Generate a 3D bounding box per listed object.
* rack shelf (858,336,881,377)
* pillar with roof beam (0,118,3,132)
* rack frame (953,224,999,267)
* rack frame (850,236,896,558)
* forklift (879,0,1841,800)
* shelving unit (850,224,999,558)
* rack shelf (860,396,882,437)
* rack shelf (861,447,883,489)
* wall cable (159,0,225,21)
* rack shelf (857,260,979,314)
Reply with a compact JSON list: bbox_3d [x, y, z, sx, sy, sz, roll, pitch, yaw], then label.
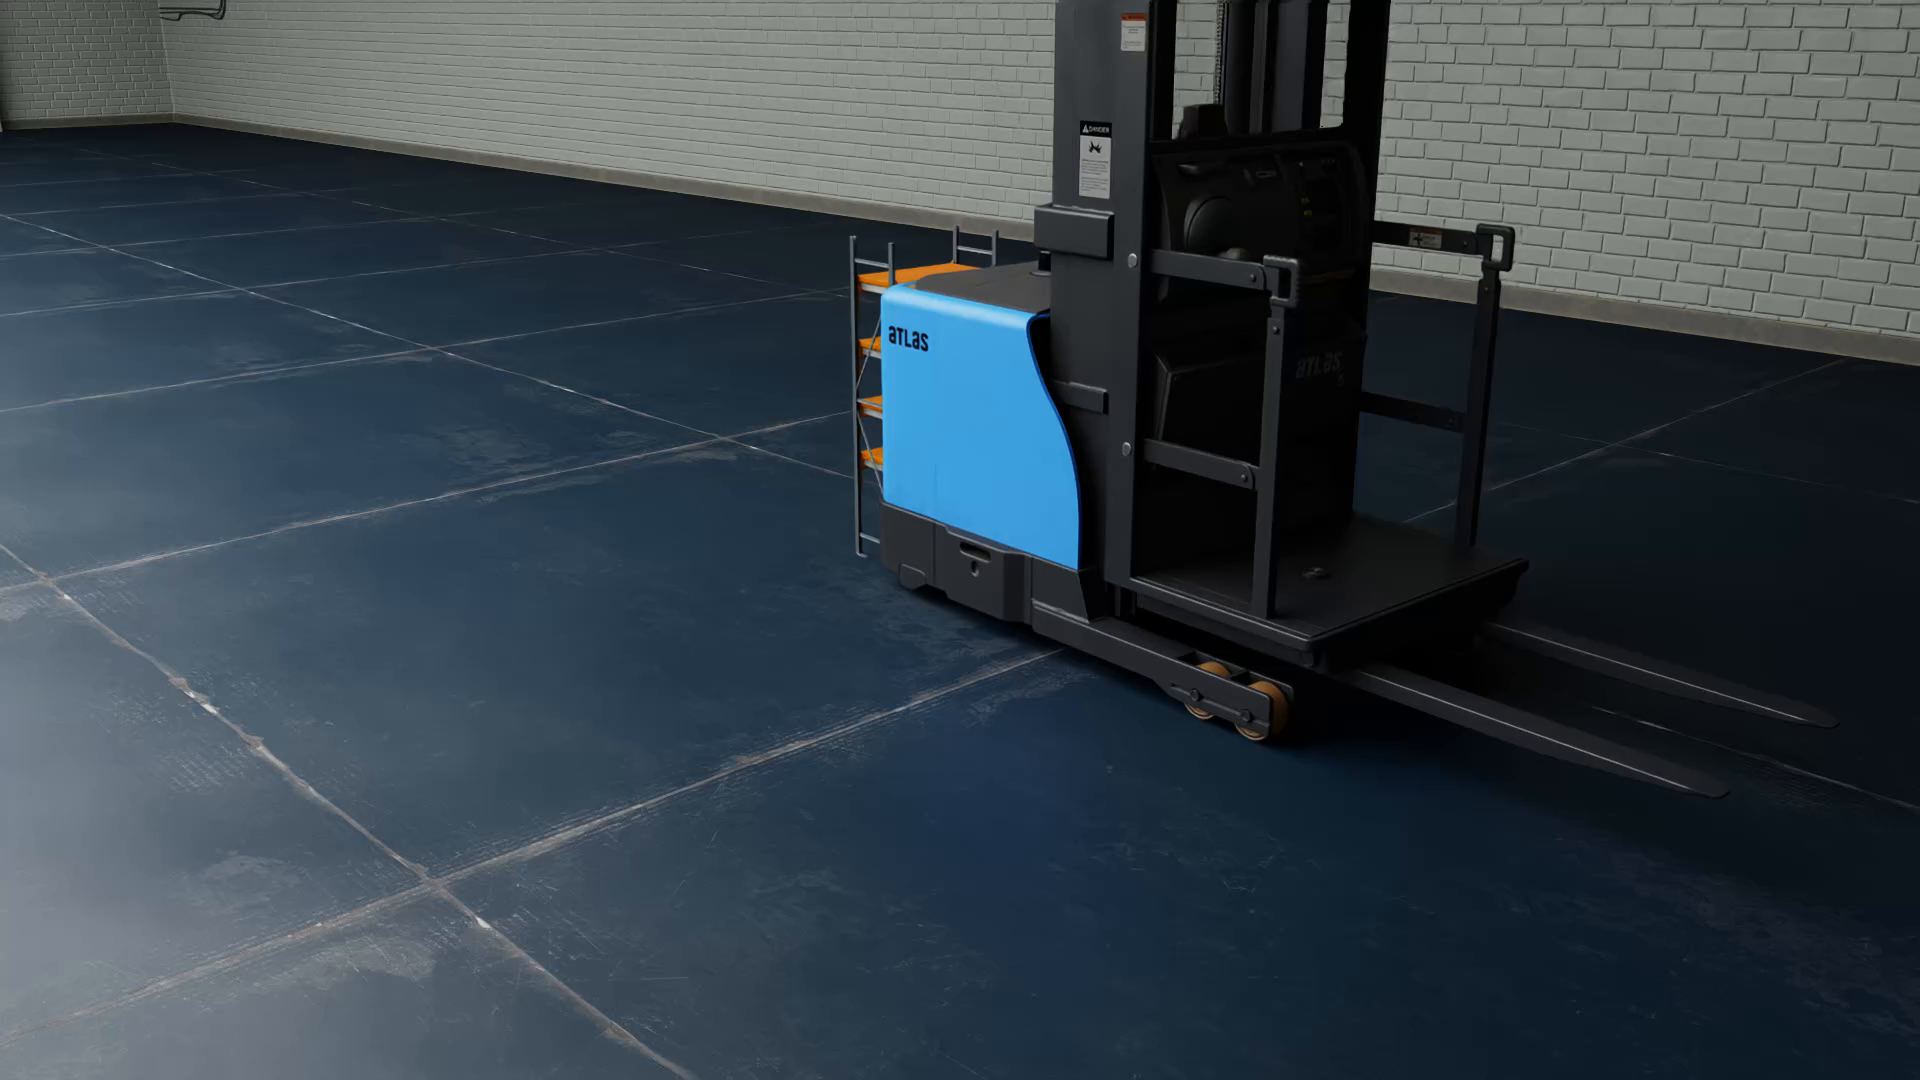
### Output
[{"bbox_3d":[-0.126,-0.688,6.153,0.480,0.148,0.258,-15,23,-39],"label":"rack shelf"},{"bbox_3d":[-12.711,-9.891,22.401,0.400,9.000,9.100,-16,24,-41],"label":"pillar with roof beam"},{"bbox_3d":[0.058,-0.588,6.354,0.015,1.200,0.240,-15,23,-39],"label":"rack frame"},{"bbox_3d":[-0.310,-0.490,6.049,0.015,1.200,0.240,-15,23,-39],"label":"rack frame"},{"bbox_3d":[1.050,-0.999,4.815,1.130,2.935,3.031,-15,23,-38],"label":"forklift"},{"bbox_3d":[-0.126,-0.539,6.201,0.503,1.200,0.258,-15,23,-39],"label":"shelving unit"},{"bbox_3d":[-0.126,-0.475,6.222,0.480,0.148,0.258,-15,23,-39],"label":"rack shelf"},{"bbox_3d":[-0.126,-0.286,6.283,0.480,0.148,0.258,-15,23,-39],"label":"rack shelf"},{"bbox_3d":[-12.620,-9.707,26.867,0.112,2.526,3.097,-16,24,-41],"label":"wall cable"},{"bbox_3d":[-0.126,-0.913,6.079,0.480,0.148,0.258,-15,23,-39],"label":"rack shelf"}]
